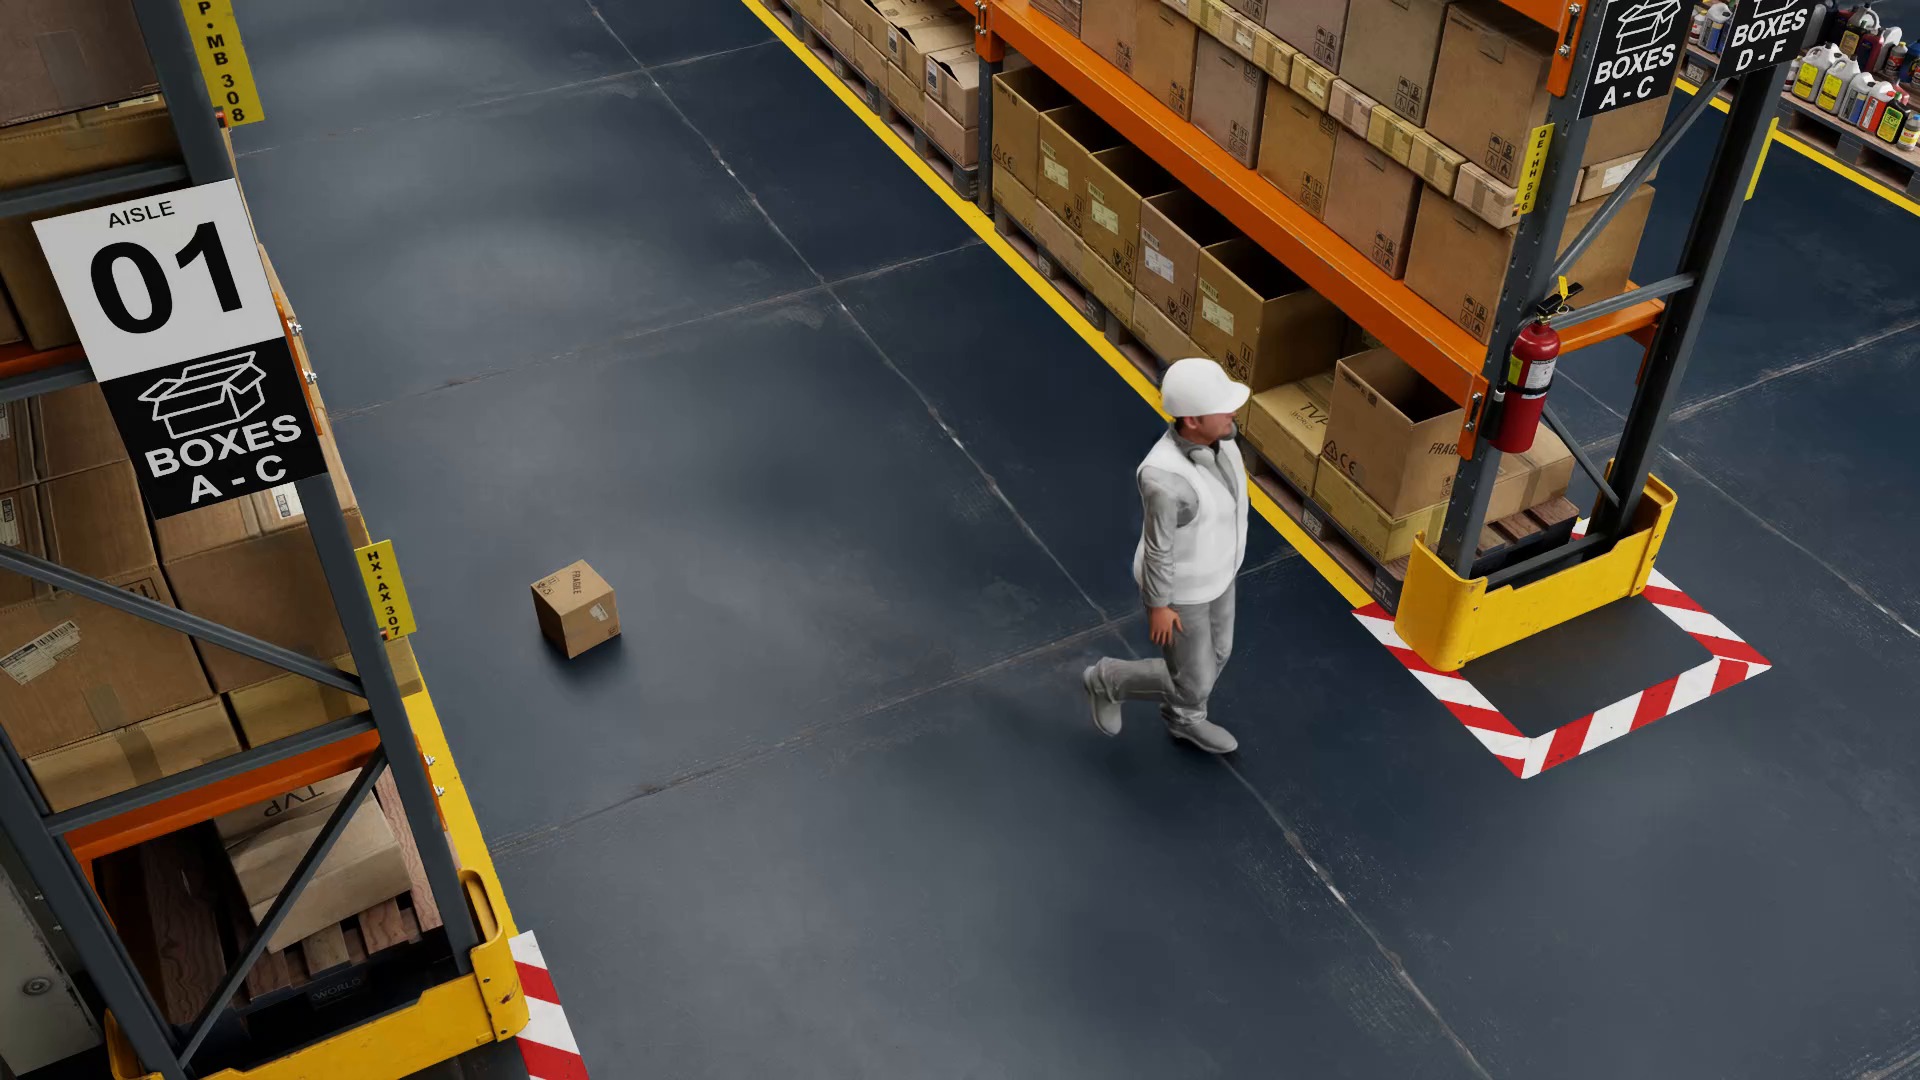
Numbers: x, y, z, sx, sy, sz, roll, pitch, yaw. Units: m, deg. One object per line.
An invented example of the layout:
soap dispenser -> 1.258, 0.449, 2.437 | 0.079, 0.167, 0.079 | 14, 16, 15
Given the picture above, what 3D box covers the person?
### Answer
person -> 0.794, 0.094, 5.991 | 0.597, 1.759, 0.545 | 21, 45, 23
